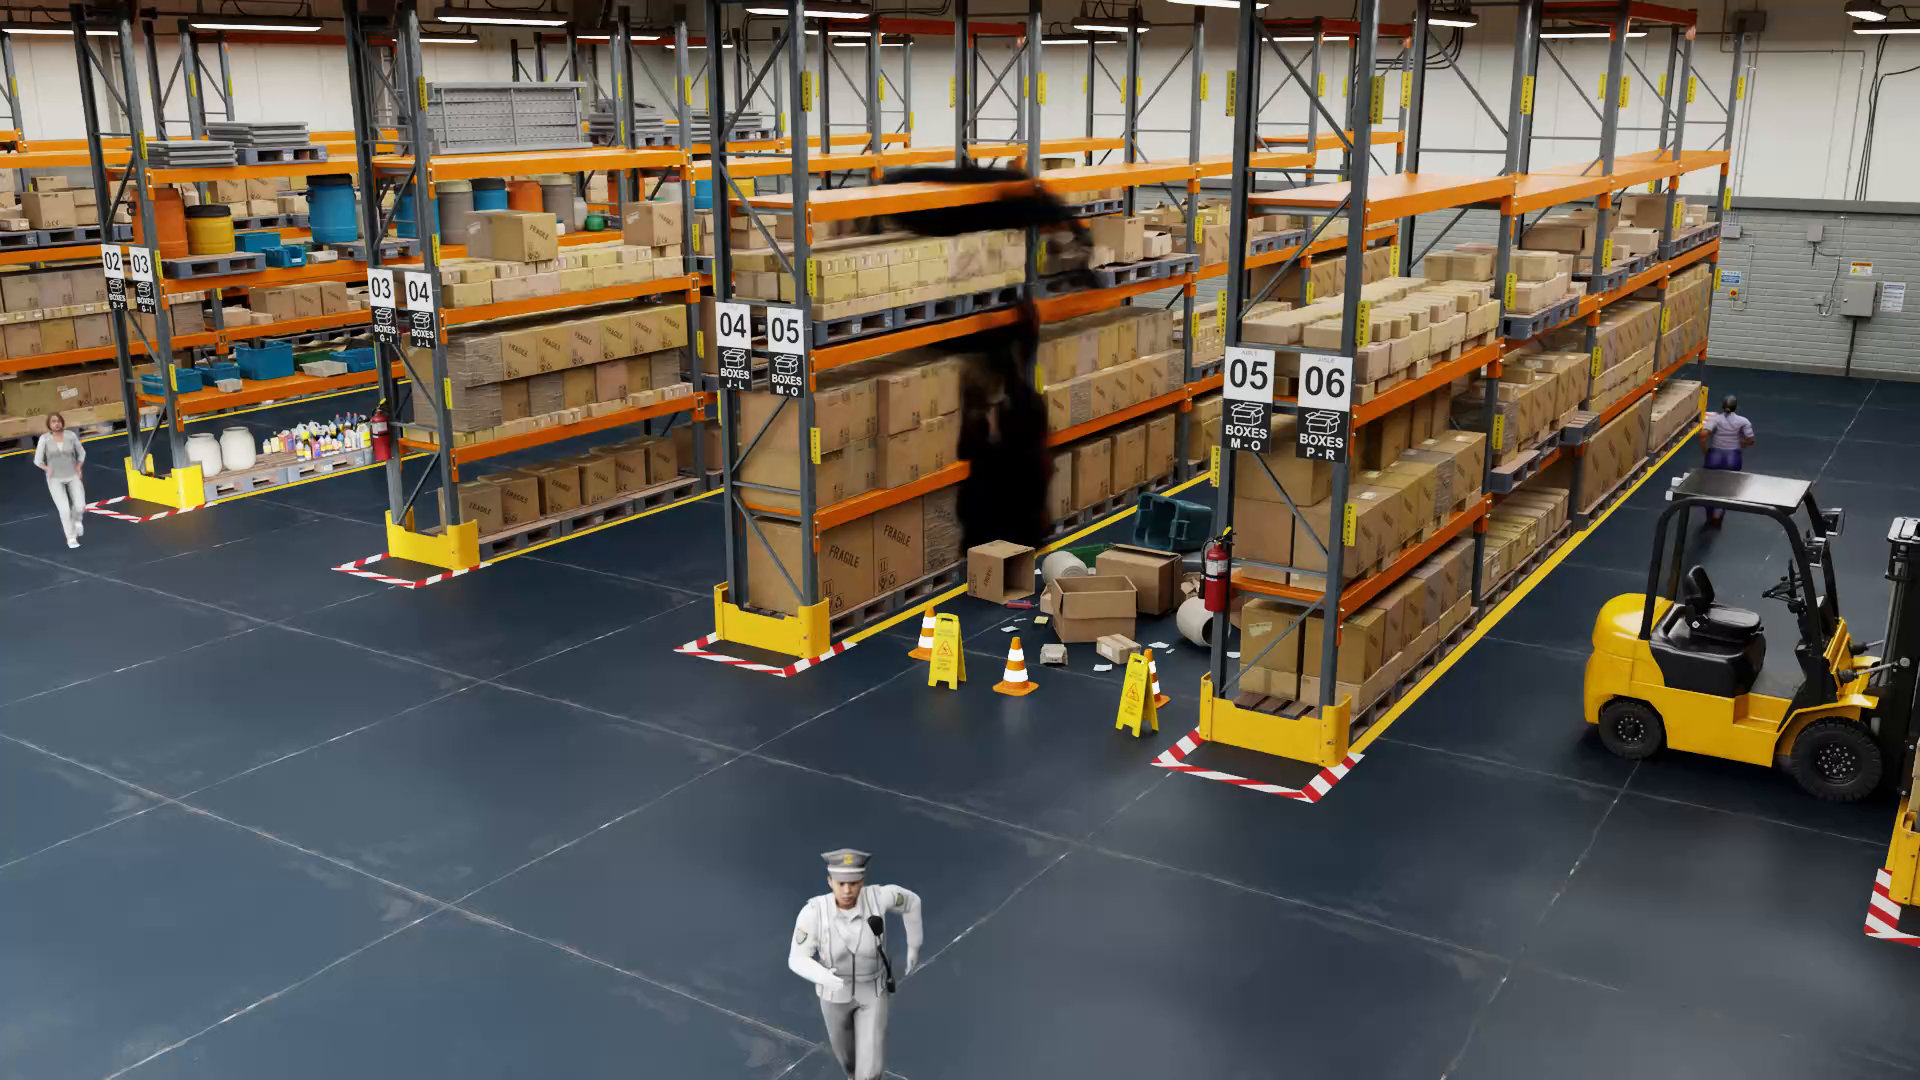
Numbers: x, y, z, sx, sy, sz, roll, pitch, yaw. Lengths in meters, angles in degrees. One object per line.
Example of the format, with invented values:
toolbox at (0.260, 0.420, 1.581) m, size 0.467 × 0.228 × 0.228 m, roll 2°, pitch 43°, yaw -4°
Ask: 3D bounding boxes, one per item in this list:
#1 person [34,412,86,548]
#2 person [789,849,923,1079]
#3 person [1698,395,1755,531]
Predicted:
person at (-10.111, -0.679, 18.764) m, size 0.528 × 1.551 × 0.559 m, roll -10°, pitch 19°, yaw -33°
person at (-0.499, 2.219, 8.100) m, size 0.641 × 1.680 × 0.790 m, roll -1°, pitch 16°, yaw -2°
person at (8.849, -0.846, 19.261) m, size 0.574 × 1.664 × 1.086 m, roll 10°, pitch 18°, yaw 32°
